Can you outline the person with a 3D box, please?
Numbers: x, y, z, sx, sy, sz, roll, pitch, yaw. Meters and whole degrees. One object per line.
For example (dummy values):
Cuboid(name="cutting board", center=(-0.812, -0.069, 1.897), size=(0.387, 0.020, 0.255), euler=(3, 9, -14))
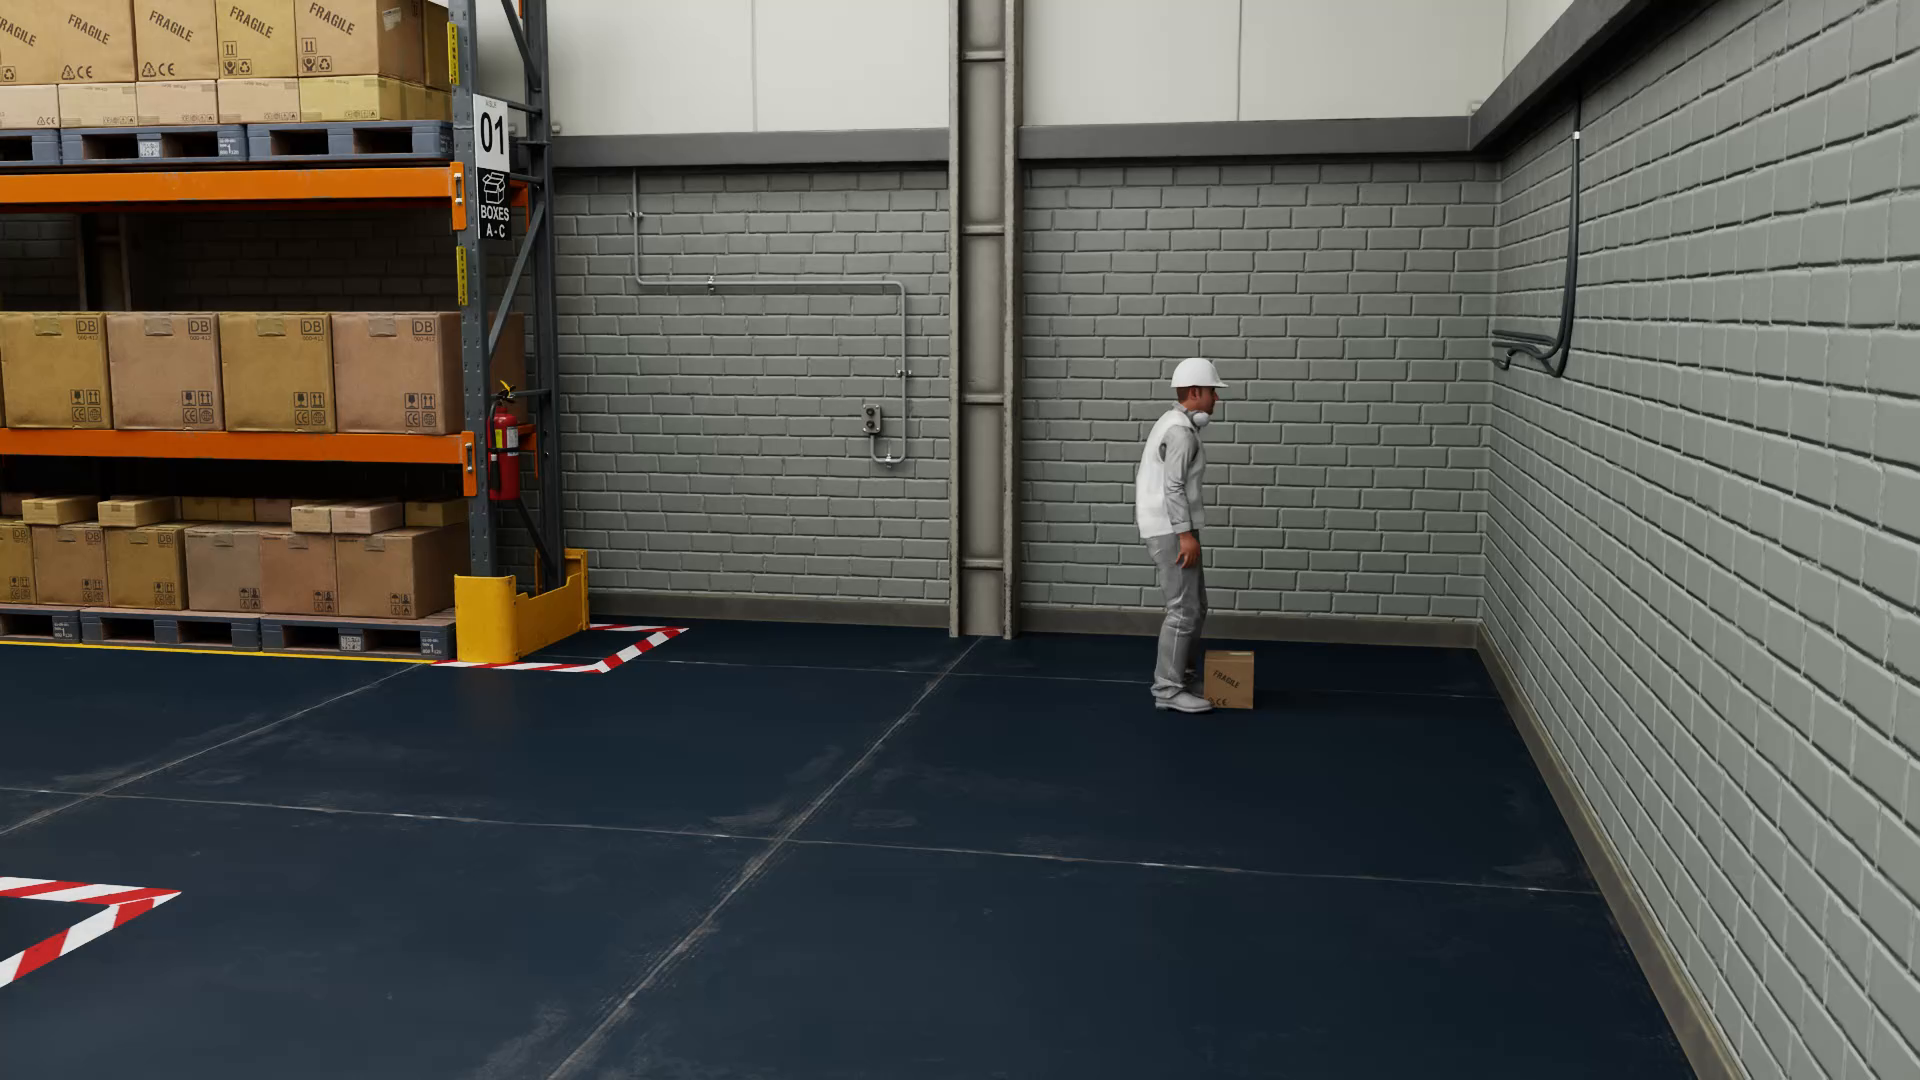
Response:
Cuboid(name="person", center=(1.137, -0.042, 8.522), size=(0.474, 1.770, 0.593), euler=(1, 8, 8))
